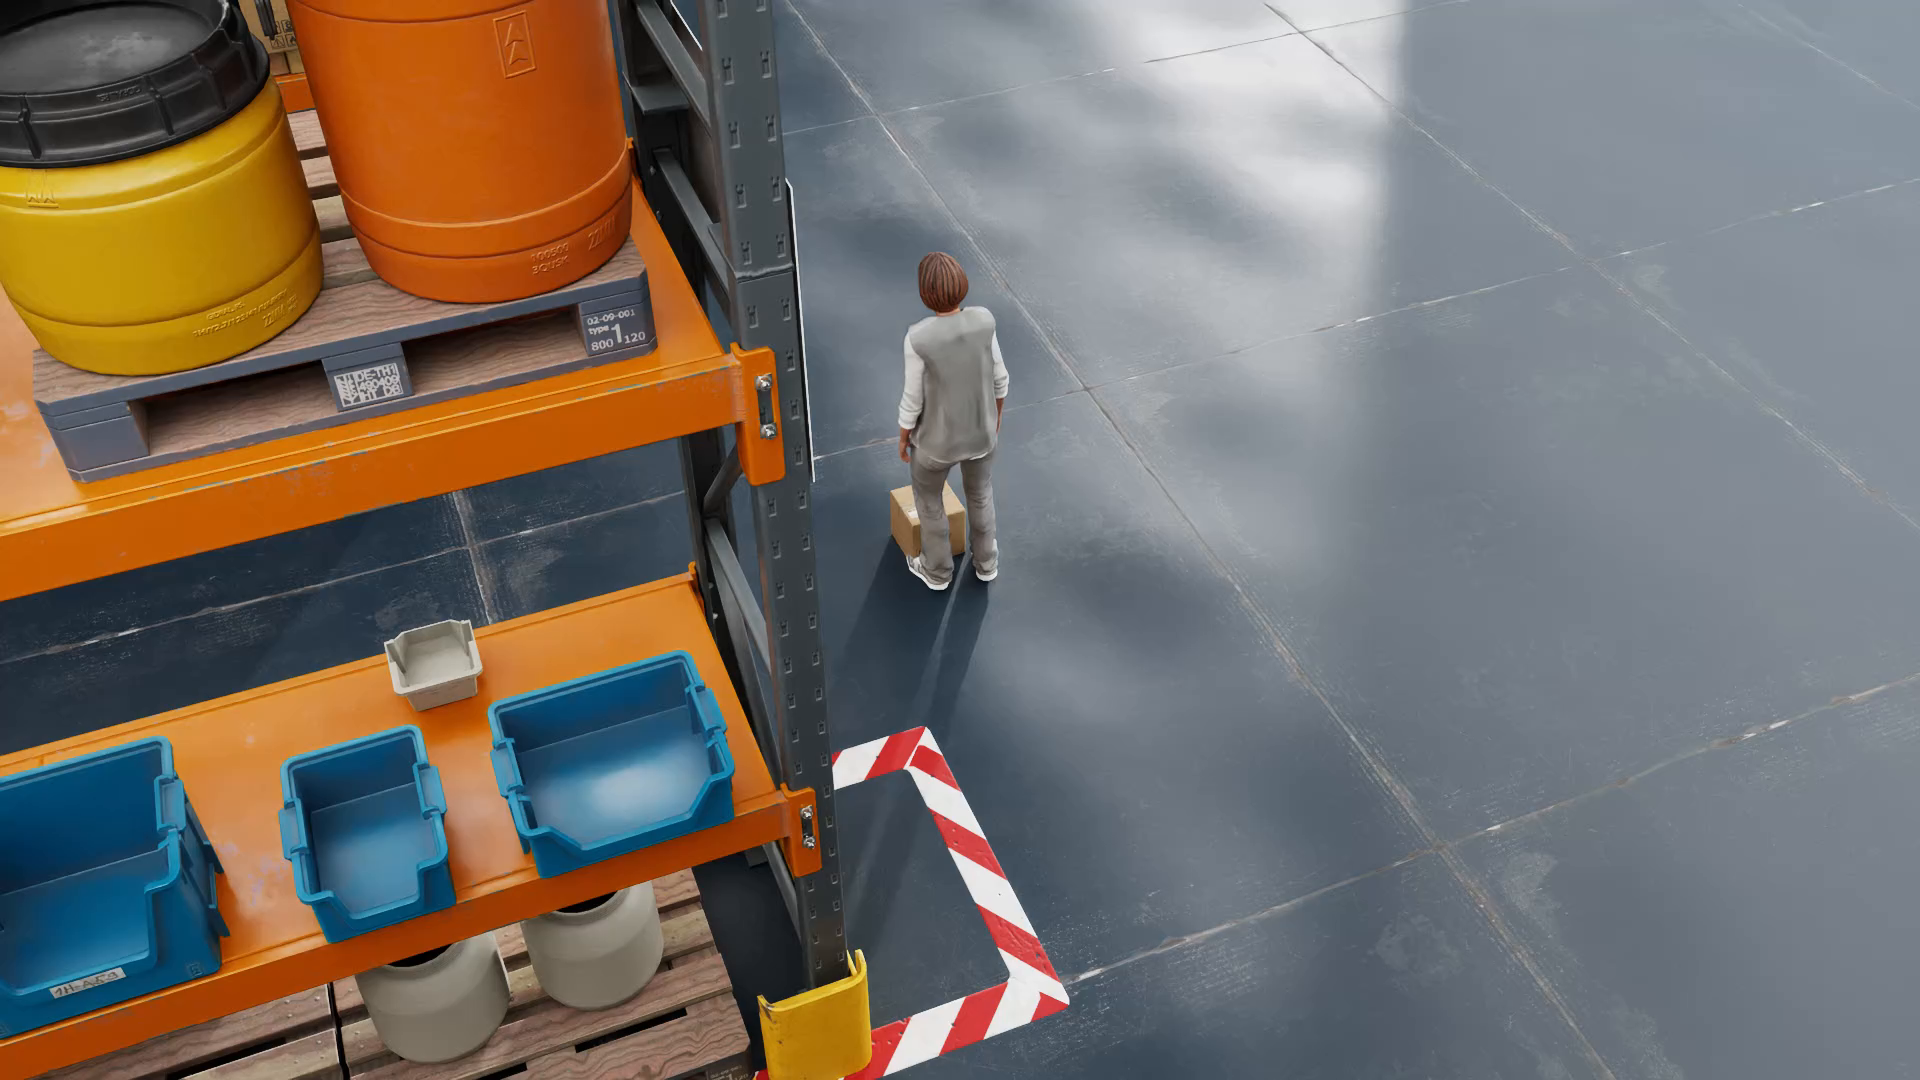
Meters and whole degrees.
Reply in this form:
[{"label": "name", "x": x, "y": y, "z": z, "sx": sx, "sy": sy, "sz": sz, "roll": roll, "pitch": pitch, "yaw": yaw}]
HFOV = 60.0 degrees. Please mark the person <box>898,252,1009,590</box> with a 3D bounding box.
[{"label": "person", "x": -0.037, "y": -0.433, "z": 6.645, "sx": 0.460, "sy": 1.591, "sz": 0.373, "roll": -17, "pitch": 45, "yaw": -17}]
